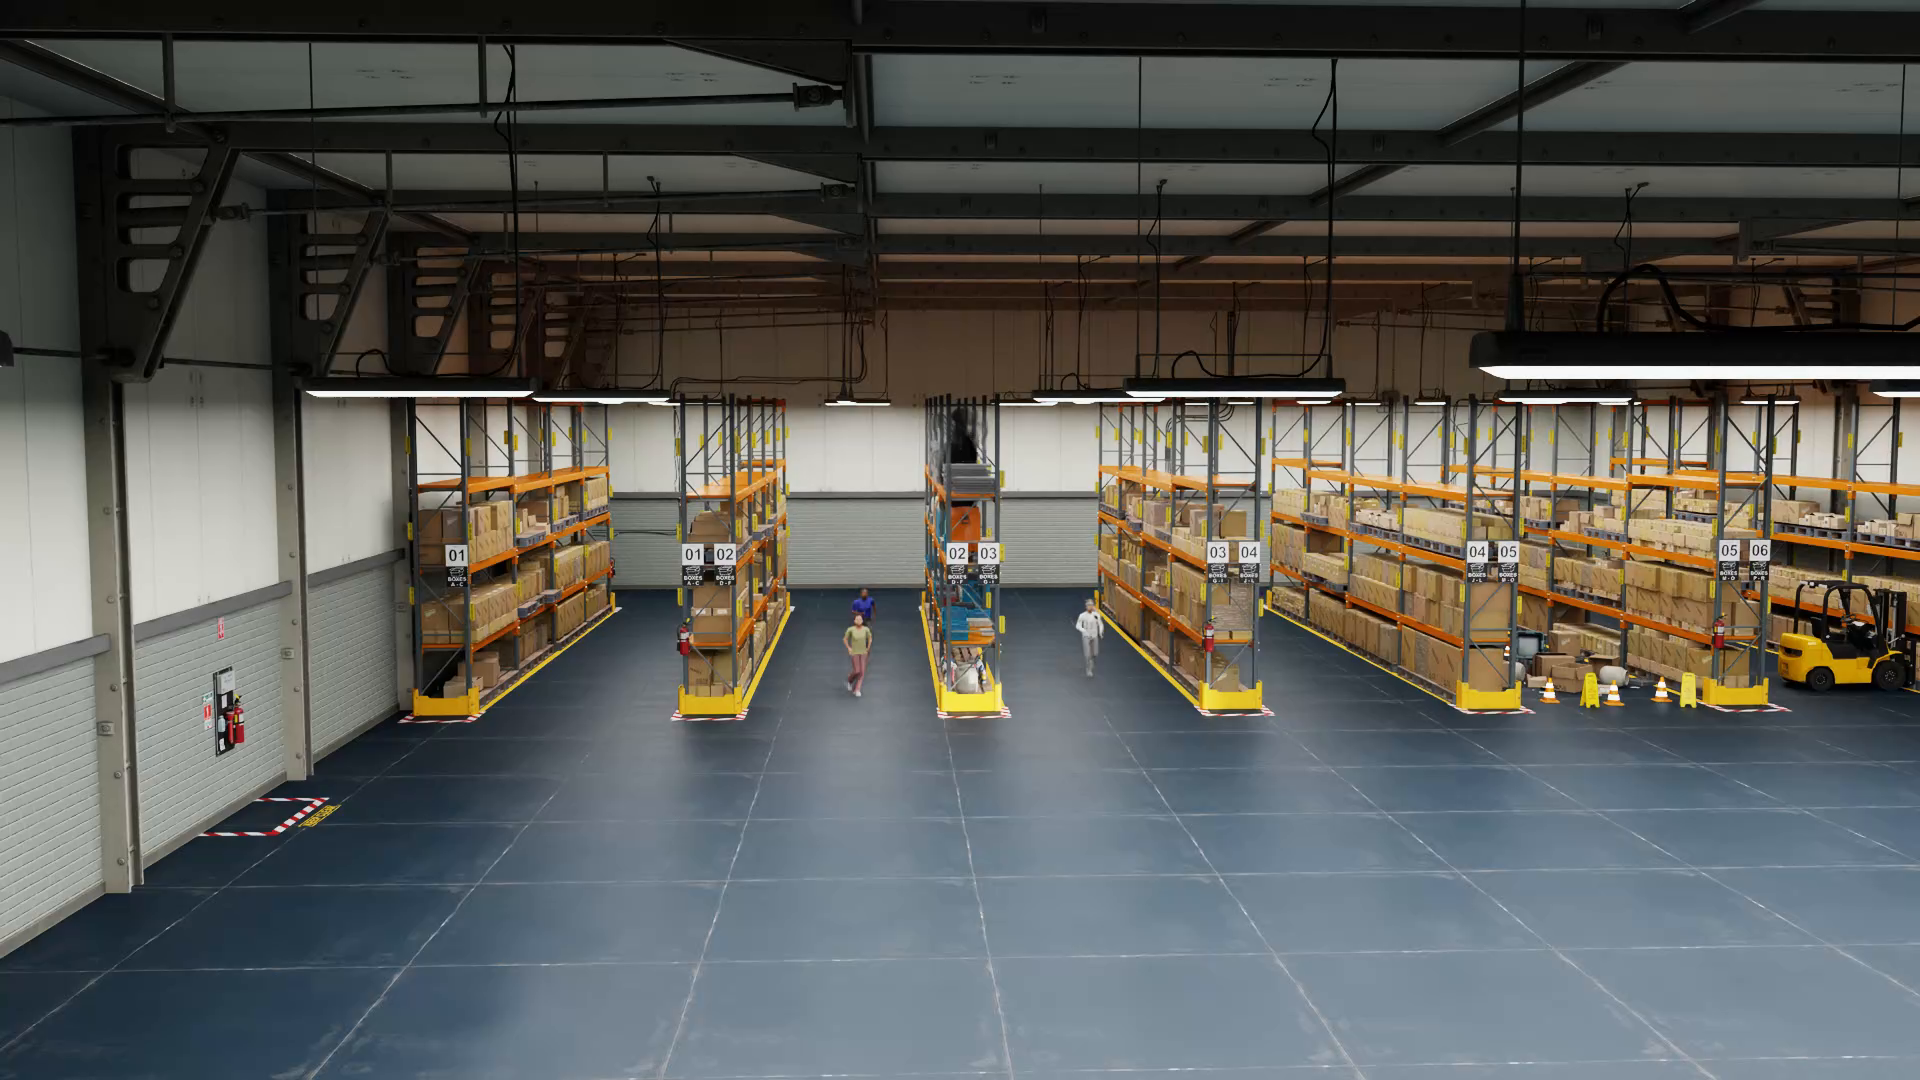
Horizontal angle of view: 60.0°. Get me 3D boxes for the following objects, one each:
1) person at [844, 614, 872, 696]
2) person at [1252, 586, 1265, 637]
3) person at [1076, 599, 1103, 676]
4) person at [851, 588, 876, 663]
[{"bbox_3d":[-2.023,2.299,33.210,0.551,1.618,0.564,-1,5,-18],"label":"person"},{"bbox_3d":[7.088,1.673,40.431,0.700,1.723,0.582,0,5,-4],"label":"person"},{"bbox_3d":[2.797,2.090,35.644,0.612,1.658,0.524,-1,5,-6],"label":"person"},{"bbox_3d":[-2.191,1.921,37.819,0.600,1.693,0.918,-1,5,-14],"label":"person"}]
